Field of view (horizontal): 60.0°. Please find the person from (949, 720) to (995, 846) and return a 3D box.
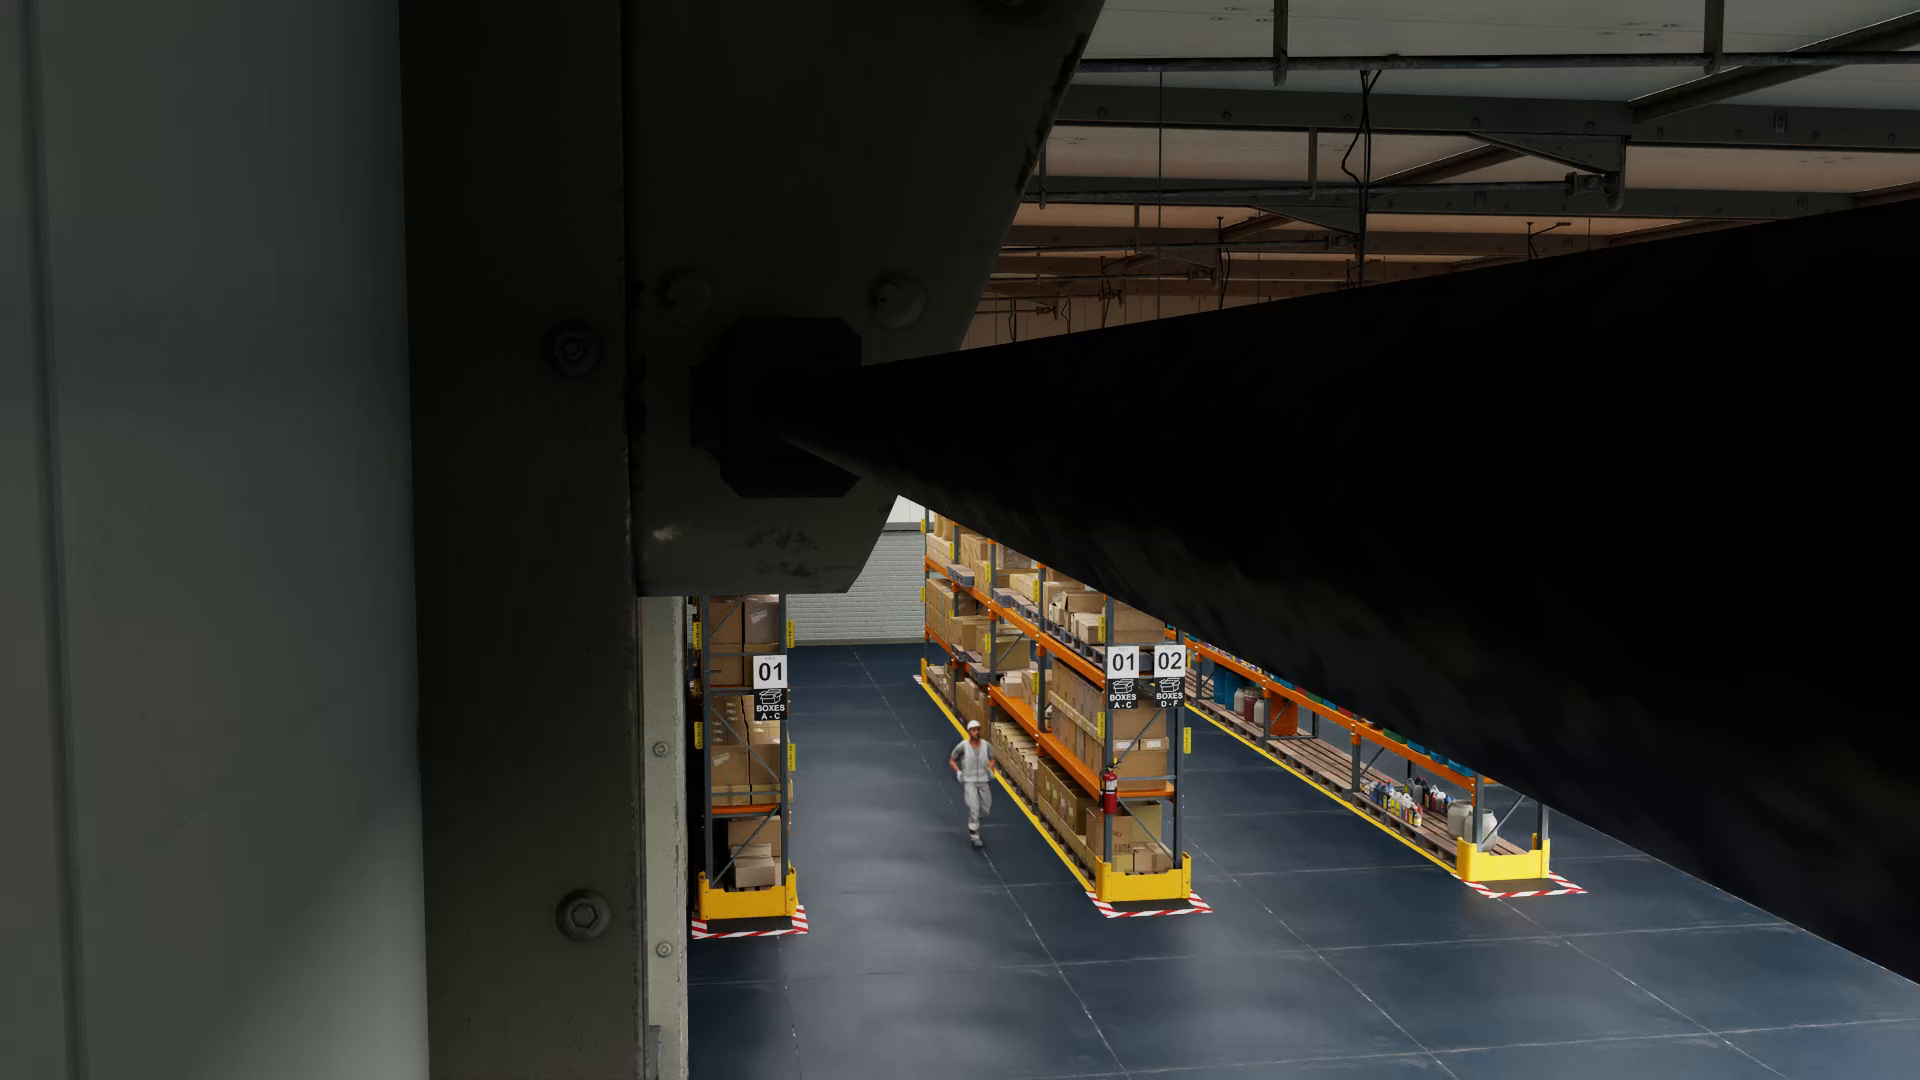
[{"bbox_3d":[0.192,3.402,23.413,0.659,1.742,0.709,-1,5,-16],"label":"person"}]
